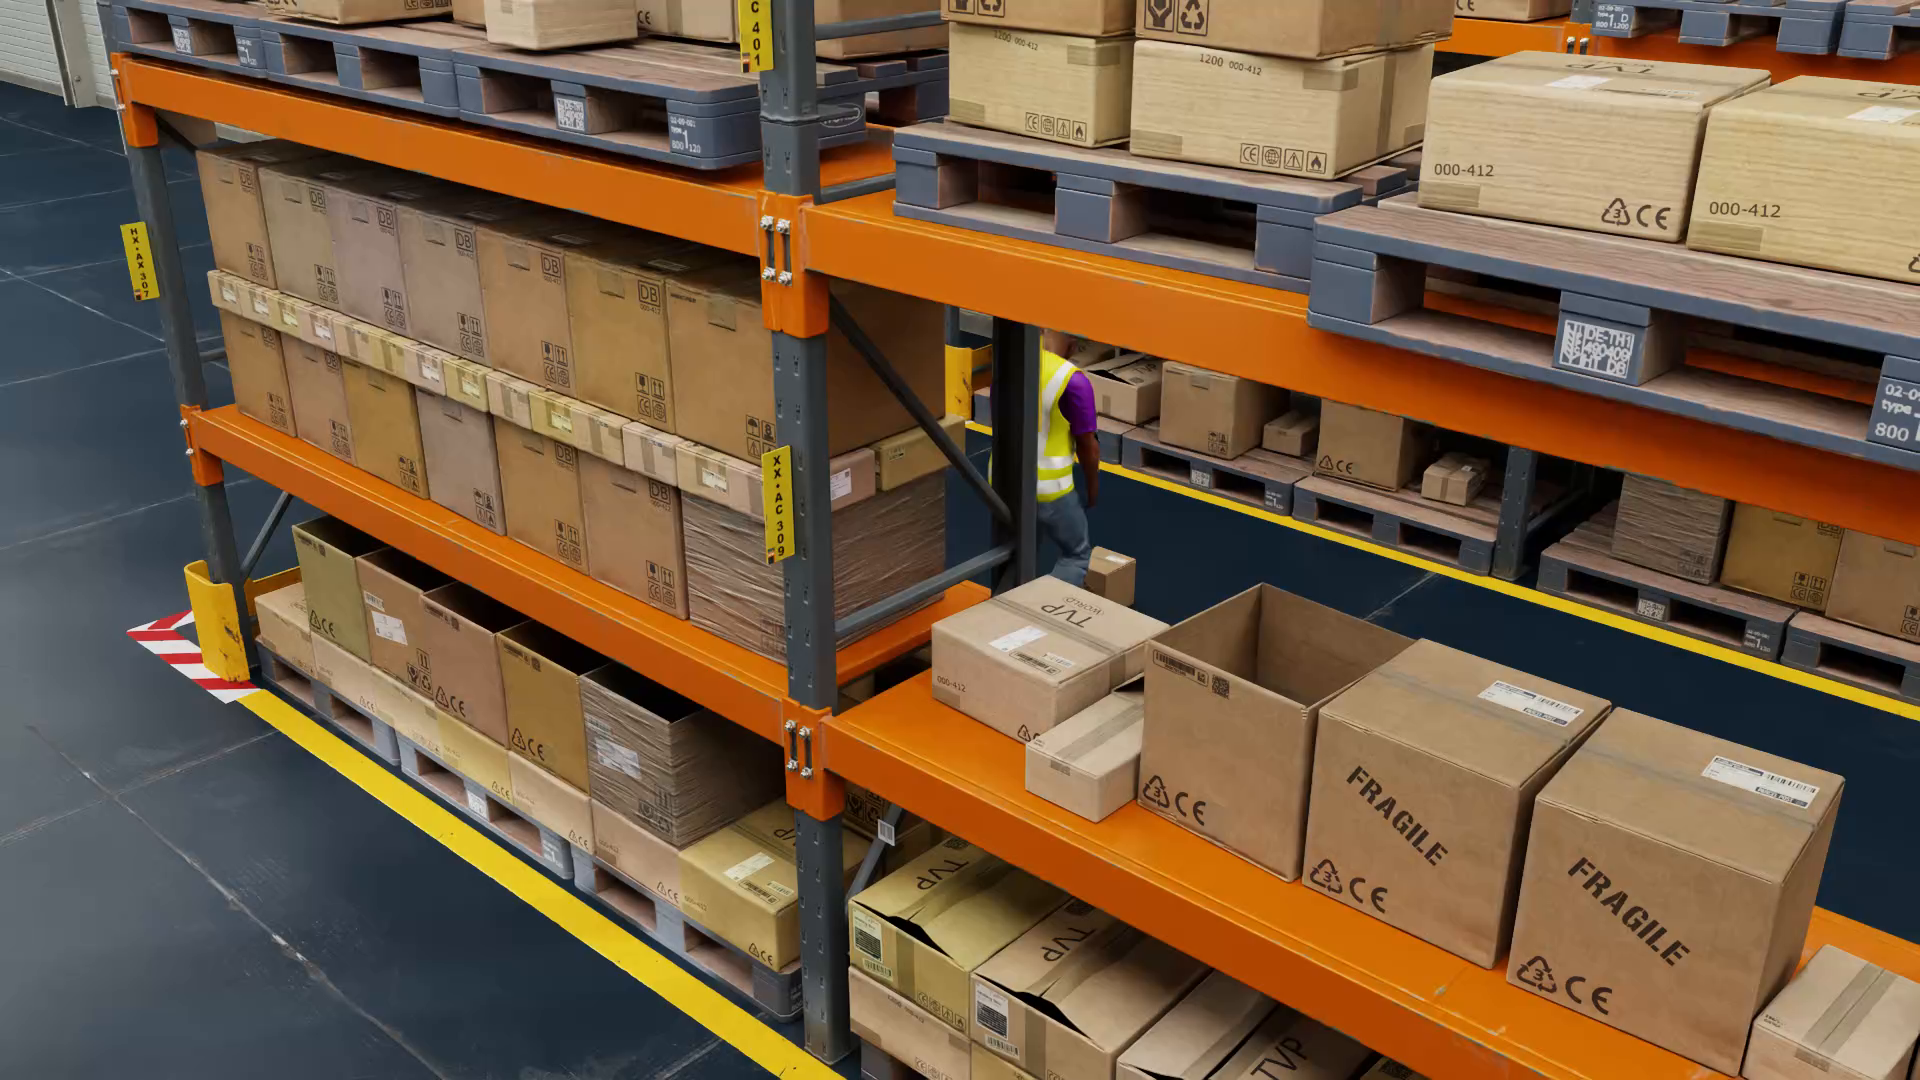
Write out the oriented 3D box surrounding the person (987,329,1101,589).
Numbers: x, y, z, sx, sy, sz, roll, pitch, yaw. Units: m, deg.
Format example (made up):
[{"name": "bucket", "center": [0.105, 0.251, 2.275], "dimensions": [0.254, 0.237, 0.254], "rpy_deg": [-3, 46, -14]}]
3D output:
[{"name": "person", "center": [0.389, -0.297, 7.890], "dimensions": [0.610, 1.651, 0.554], "rpy_deg": [21, 31, 39]}]
